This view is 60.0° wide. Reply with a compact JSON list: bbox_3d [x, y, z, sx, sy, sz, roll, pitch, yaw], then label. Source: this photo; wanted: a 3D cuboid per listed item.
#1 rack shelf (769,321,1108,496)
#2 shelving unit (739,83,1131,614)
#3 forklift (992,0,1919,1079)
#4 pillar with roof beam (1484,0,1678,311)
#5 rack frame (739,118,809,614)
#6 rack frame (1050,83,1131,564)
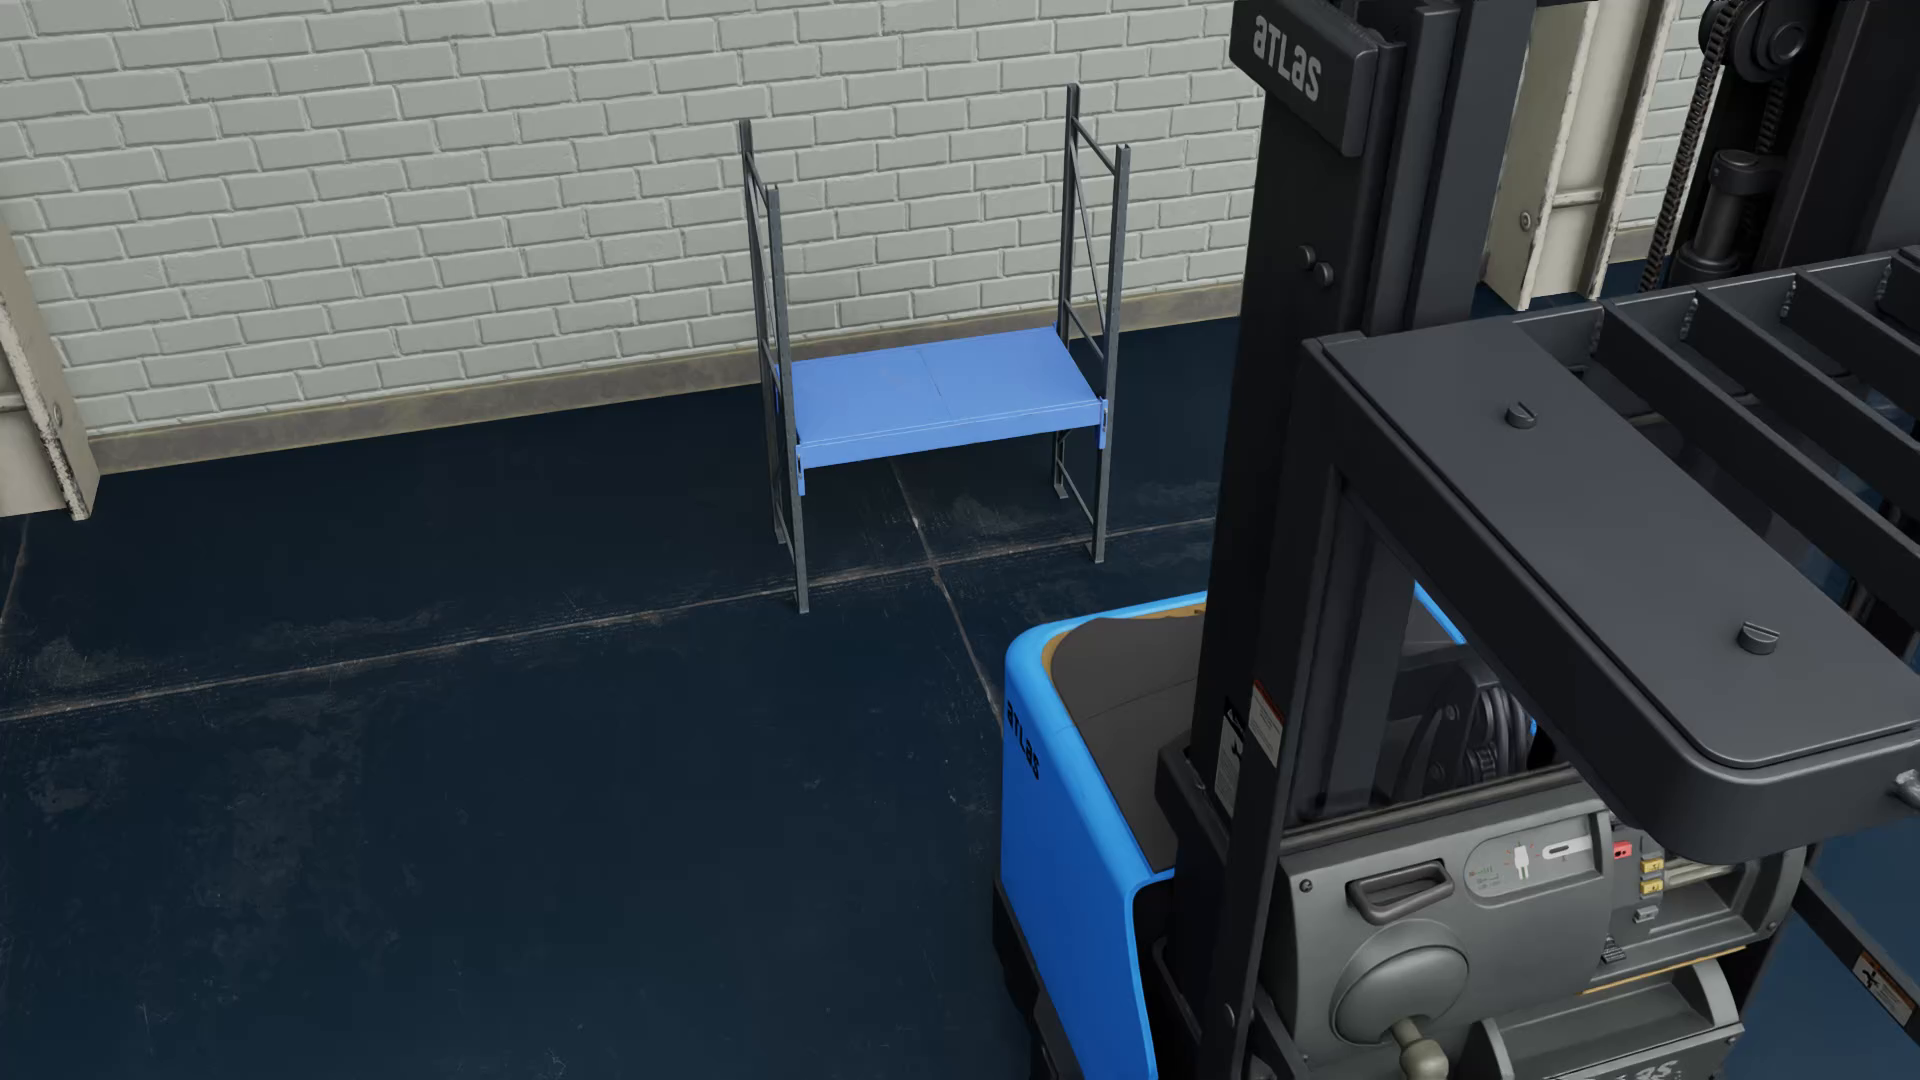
[{"bbox_3d":[-0.082,-0.439,5.386,1.000,0.185,0.538,-9,38,-12],"label":"rack shelf"},{"bbox_3d":[-0.082,-0.582,5.277,1.048,1.500,0.538,-9,38,-12],"label":"shelving unit"},{"bbox_3d":[1.010,0.657,2.478,1.130,2.935,3.031,-11,39,-14],"label":"forklift"},{"bbox_3d":[3.621,-2.135,1.134,0.400,9.000,9.100,-9,38,-12],"label":"pillar with roof beam"},{"bbox_3d":[-0.573,-0.502,5.171,0.032,1.500,0.500,-9,38,-12],"label":"rack frame"},{"bbox_3d":[0.408,-0.663,5.382,0.032,1.500,0.500,-9,38,-12],"label":"rack frame"}]
